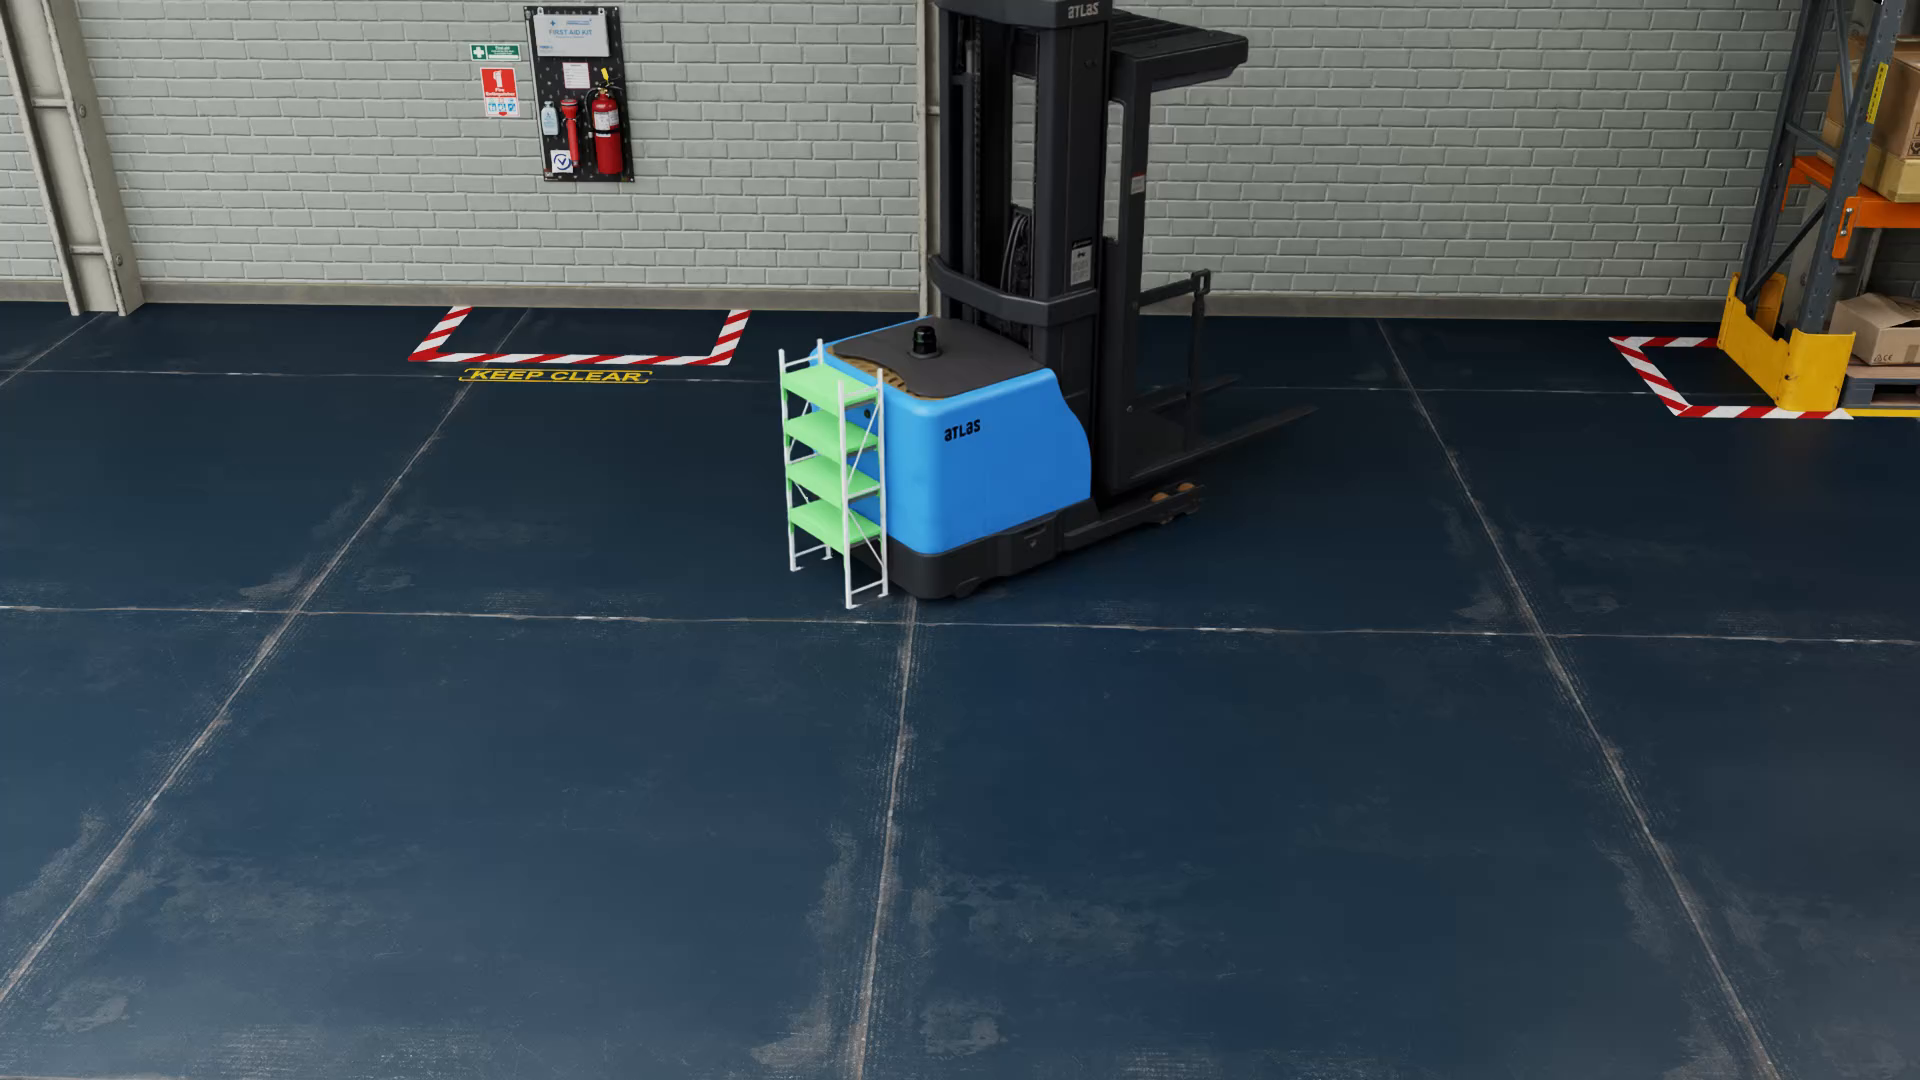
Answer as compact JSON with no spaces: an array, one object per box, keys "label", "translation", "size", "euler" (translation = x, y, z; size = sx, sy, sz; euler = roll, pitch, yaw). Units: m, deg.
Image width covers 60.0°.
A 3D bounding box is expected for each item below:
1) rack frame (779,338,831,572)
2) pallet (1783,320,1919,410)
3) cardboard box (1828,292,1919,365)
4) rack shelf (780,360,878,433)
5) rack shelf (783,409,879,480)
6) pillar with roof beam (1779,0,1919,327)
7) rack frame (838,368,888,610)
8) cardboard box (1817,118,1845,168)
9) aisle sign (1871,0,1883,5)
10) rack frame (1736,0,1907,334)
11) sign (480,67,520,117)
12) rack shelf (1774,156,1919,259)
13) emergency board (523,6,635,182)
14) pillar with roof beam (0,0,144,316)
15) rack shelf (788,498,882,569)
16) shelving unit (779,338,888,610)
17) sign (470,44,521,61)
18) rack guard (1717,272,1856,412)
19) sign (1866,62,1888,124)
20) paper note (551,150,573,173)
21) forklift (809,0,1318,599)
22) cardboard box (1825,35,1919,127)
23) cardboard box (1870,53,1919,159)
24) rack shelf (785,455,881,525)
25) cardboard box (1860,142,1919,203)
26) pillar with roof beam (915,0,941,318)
[{"label":"rack frame","translation":[-0.762,-0.405,8.232],"size":[0.240,1.200,0.015],"euler":[-21,34,-34]},{"label":"pallet","translation":[6.073,-1.128,10.652],"size":[1.213,0.211,1.003],"euler":[1,28,2]},{"label":"cardboard box","translation":[5.875,-1.344,10.483],"size":[0.500,0.311,0.500],"euler":[-2,28,-4]},{"label":"rack shelf","translation":[-0.609,-0.683,7.869],"size":[0.258,0.148,0.480],"euler":[-21,34,-34]},{"label":"rack shelf","translation":[-0.609,-0.471,7.982],"size":[0.258,0.148,0.480],"euler":[-21,34,-34]},{"label":"pillar with roof beam","translation":[5.765,-3.420,5.593],"size":[0.400,9.000,9.100],"euler":[1,28,2]},{"label":"rack frame","translation":[-0.456,-0.226,7.896],"size":[0.240,1.200,0.015],"euler":[-21,34,-34]},{"label":"cardboard box","translation":[5.661,-2.416,10.245],"size":[0.500,0.250,0.500],"euler":[1,28,3]},{"label":"aisle sign","translation":[5.104,-3.400,9.186],"size":[0.004,0.787,0.394],"euler":[1,28,2]},{"label":"rack frame","translation":[5.187,-2.391,10.058],"size":[0.127,3.000,1.000],"euler":[1,28,2]},{"label":"sign","translation":[-3.097,-3.015,11.197],"size":[0.234,0.329,0.001],"euler":[1,28,2]},{"label":"rack shelf","translation":[7.185,-2.040,10.164],"size":[4.000,0.370,1.077],"euler":[1,28,2]},{"label":"emergency board","translation":[-2.548,-2.942,11.097],"size":[0.643,1.169,0.194],"euler":[1,28,2]},{"label":"pillar with roof beam","translation":[-6.228,-3.618,5.967],"size":[0.400,9.000,9.100],"euler":[1,28,2]},{"label":"rack shelf","translation":[-0.609,-0.047,8.206],"size":[0.258,0.148,0.480],"euler":[-21,34,-34]},{"label":"shelving unit","translation":[-0.609,-0.316,8.064],"size":[0.258,1.200,0.503],"euler":[-21,34,-34]},{"label":"sign","translation":[-3.093,-3.245,11.065],"size":[0.331,0.109,0.001],"euler":[1,28,2]},{"label":"rack guard","translation":[5.263,-1.285,10.641],"size":[0.348,0.500,1.175],"euler":[1,28,2]},{"label":"sign","translation":[5.168,-2.519,9.376],"size":[0.005,0.325,0.100],"euler":[1,28,2]},{"label":"paper note","translation":[-2.722,-2.588,11.370],"size":[0.142,0.148,0.016],"euler":[1,28,2]},{"label":"forklift","translation":[0.705,-1.555,8.554],"size":[3.031,2.935,1.130],"euler":[-20,34,-33]},{"label":"cardboard box","translation":[5.665,-2.756,10.085],"size":[0.500,0.500,0.500],"euler":[1,28,1]},{"label":"cardboard box","translation":[5.653,-2.516,9.632],"size":[0.500,0.500,0.500],"euler":[1,28,2]},{"label":"rack shelf","translation":[-0.609,-0.259,8.094],"size":[0.258,0.148,0.480],"euler":[-21,34,-34]},{"label":"cardboard box","translation":[5.663,-2.177,9.792],"size":[0.500,0.250,0.500],"euler":[0,28,0]},{"label":"pillar with roof beam","translation":[-0.231,-3.519,5.780],"size":[0.400,9.000,9.100],"euler":[1,28,2]}]
